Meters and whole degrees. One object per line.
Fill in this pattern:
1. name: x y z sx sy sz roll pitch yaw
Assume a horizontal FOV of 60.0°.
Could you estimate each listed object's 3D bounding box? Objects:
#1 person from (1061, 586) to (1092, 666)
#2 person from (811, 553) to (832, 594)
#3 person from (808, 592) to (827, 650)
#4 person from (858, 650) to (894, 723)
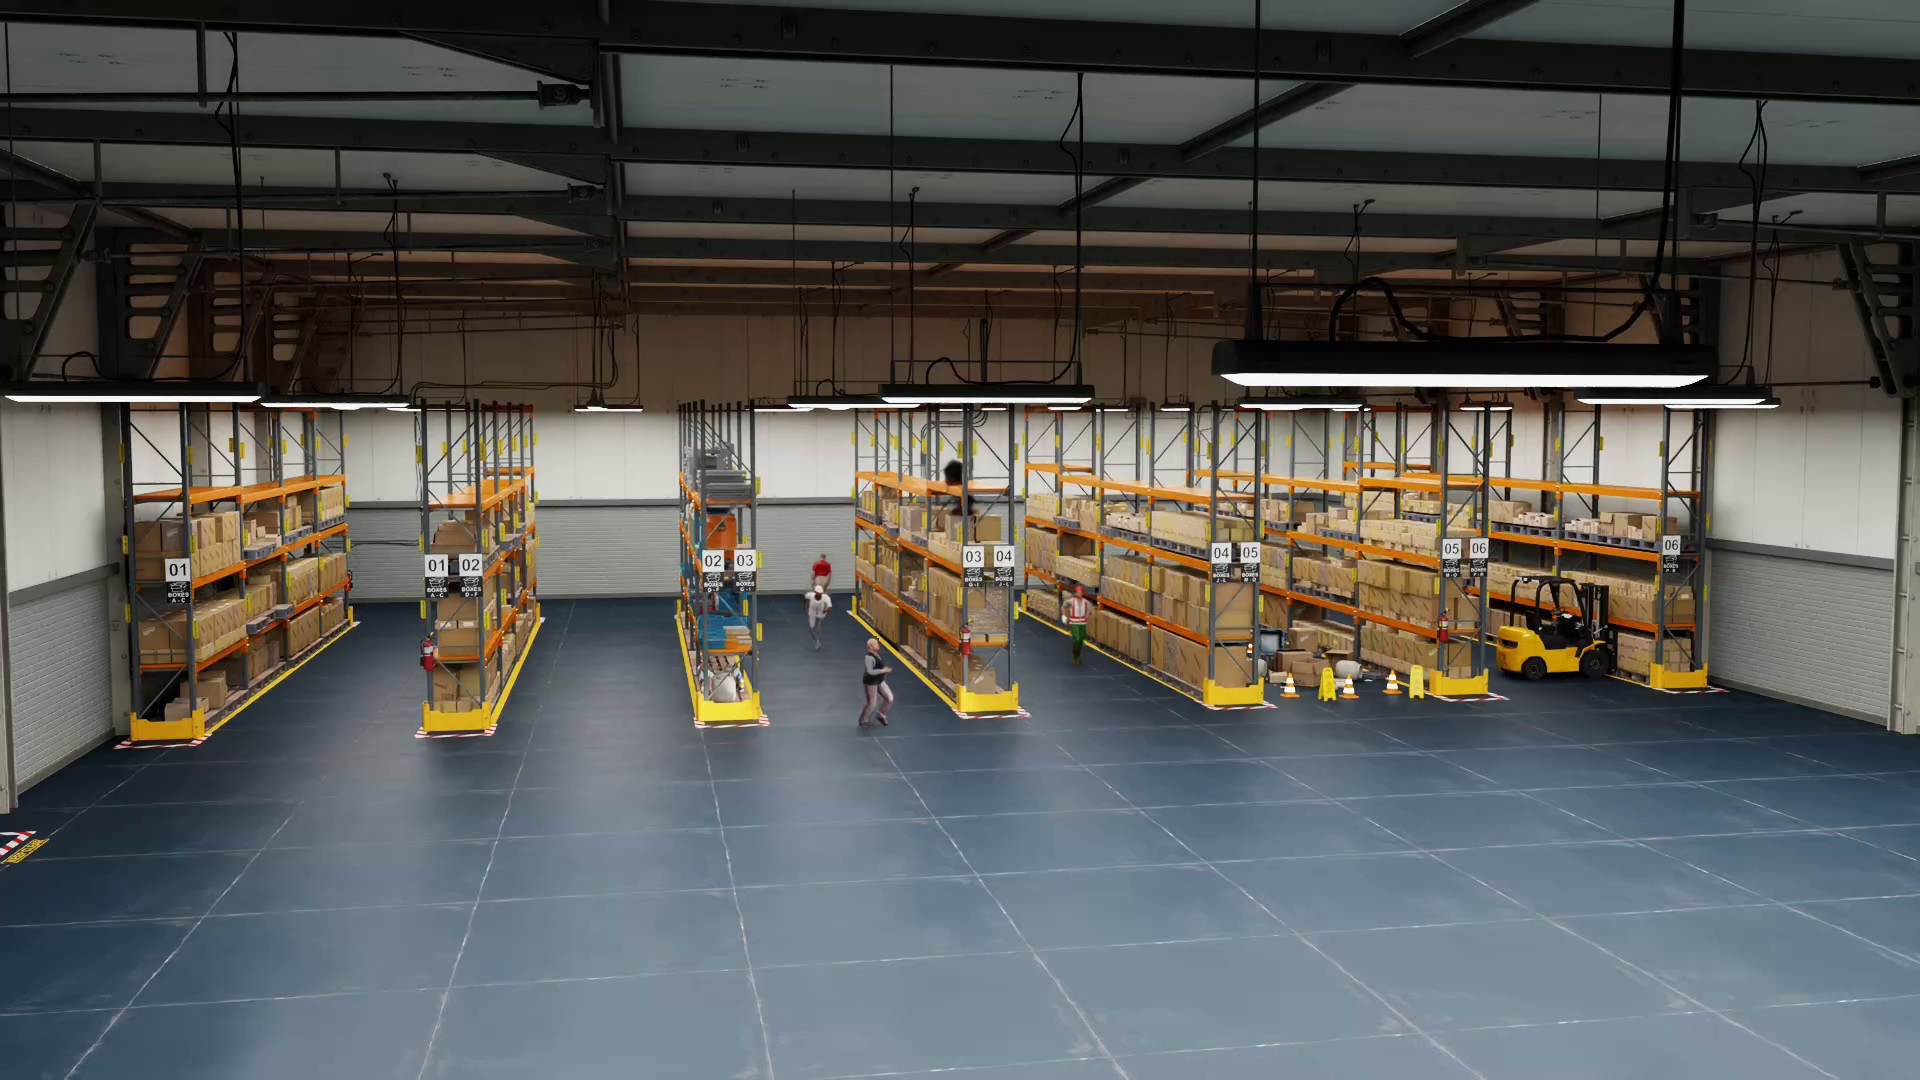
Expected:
1. person: 2.703 1.978 38.063 0.672 1.854 0.760 -1 5 -17
2. person: -4.054 1.192 48.269 0.648 1.604 0.369 -1 4 -16
3. person: -3.483 1.931 40.691 0.451 1.397 0.933 -1 4 -7
4. person: -1.582 2.671 30.211 0.678 1.385 0.576 2 5 22
